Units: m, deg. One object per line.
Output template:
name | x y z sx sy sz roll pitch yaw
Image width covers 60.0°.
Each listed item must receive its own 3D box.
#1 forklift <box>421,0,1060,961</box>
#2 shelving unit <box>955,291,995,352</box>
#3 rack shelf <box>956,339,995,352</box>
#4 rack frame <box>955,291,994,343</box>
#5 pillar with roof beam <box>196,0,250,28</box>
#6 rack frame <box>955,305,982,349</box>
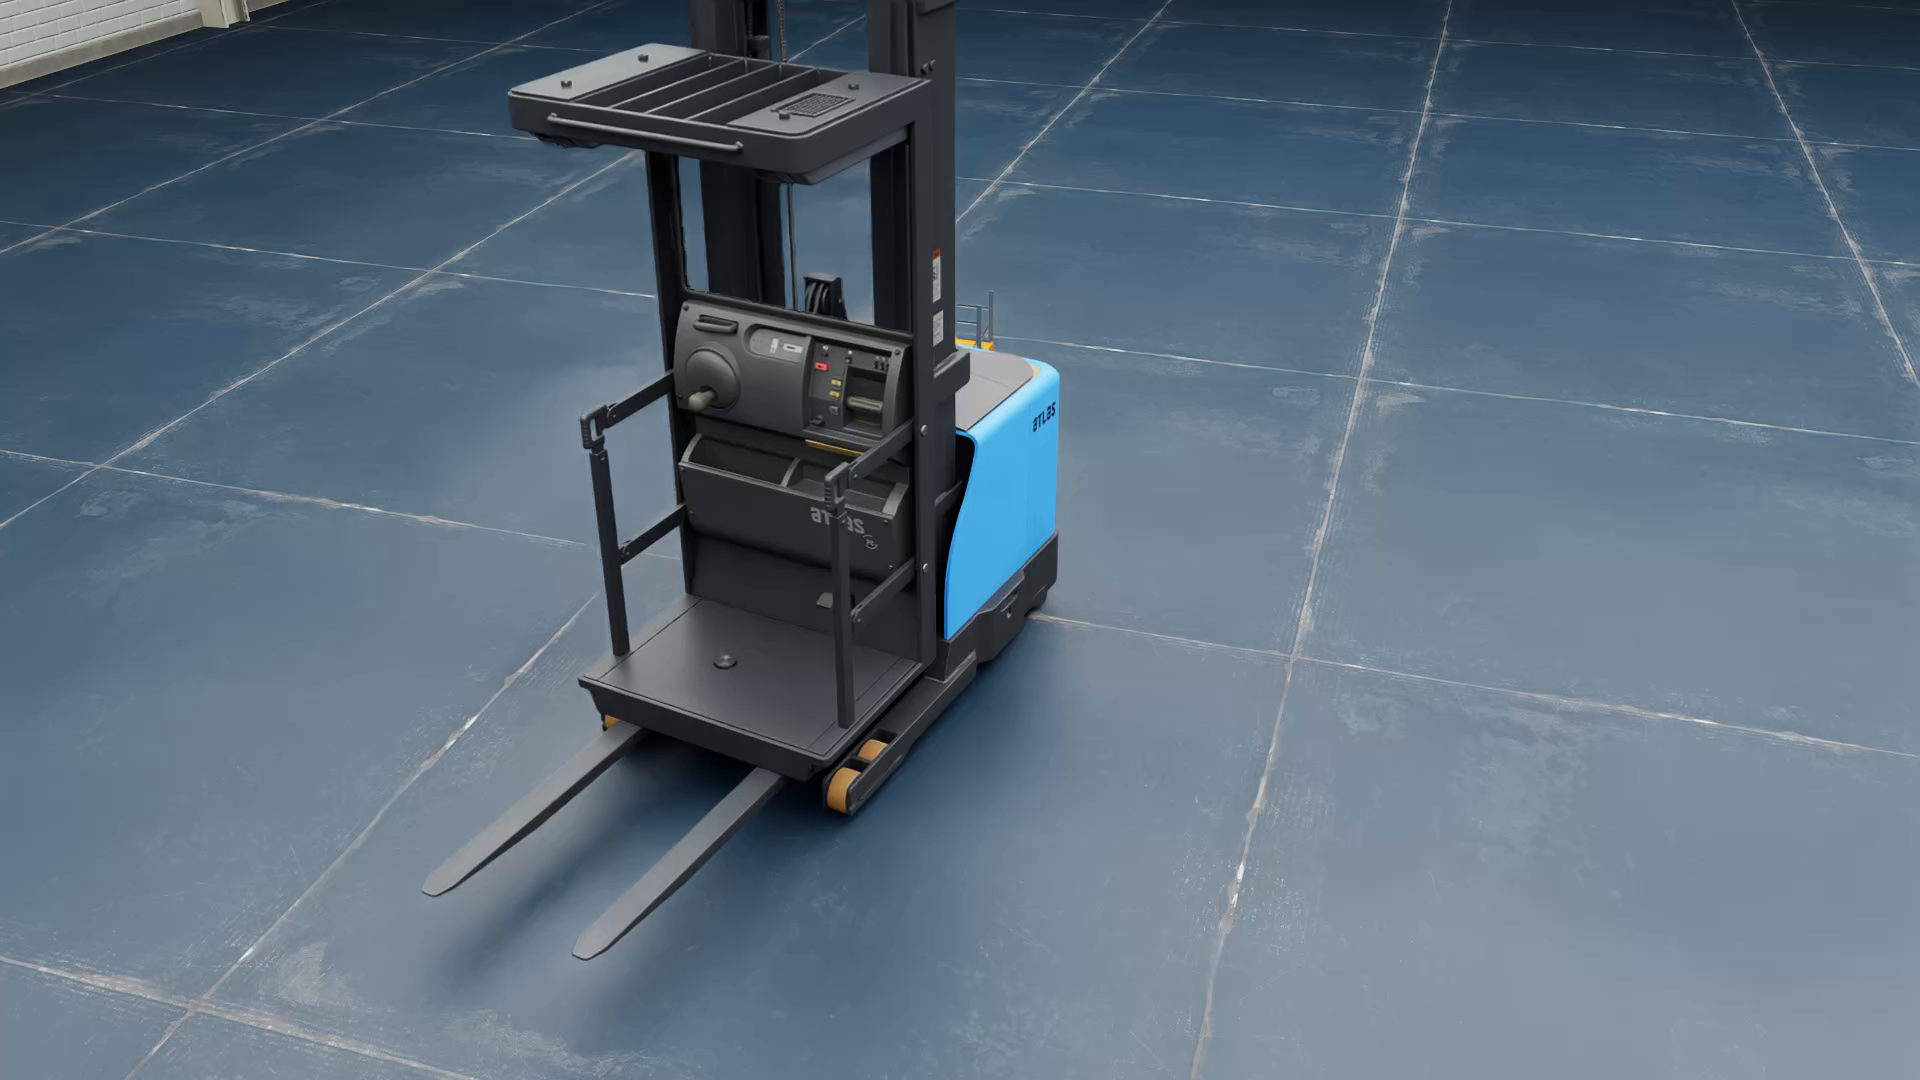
forklift | -0.711 -0.545 5.714 1.130 2.935 3.031 14 32 24
shelving unit | 0.004 -0.531 7.470 0.258 1.200 0.189 8 30 15
rack shelf | 0.004 -0.807 7.317 0.258 0.103 0.180 8 30 15
rack frame | 0.031 -0.574 7.547 0.240 1.200 0.006 8 30 15
pillar with roof beam | -3.636 -8.775 14.267 9.100 9.000 0.400 8 30 15
rack frame | -0.023 -0.489 7.394 0.240 1.200 0.006 8 30 15
